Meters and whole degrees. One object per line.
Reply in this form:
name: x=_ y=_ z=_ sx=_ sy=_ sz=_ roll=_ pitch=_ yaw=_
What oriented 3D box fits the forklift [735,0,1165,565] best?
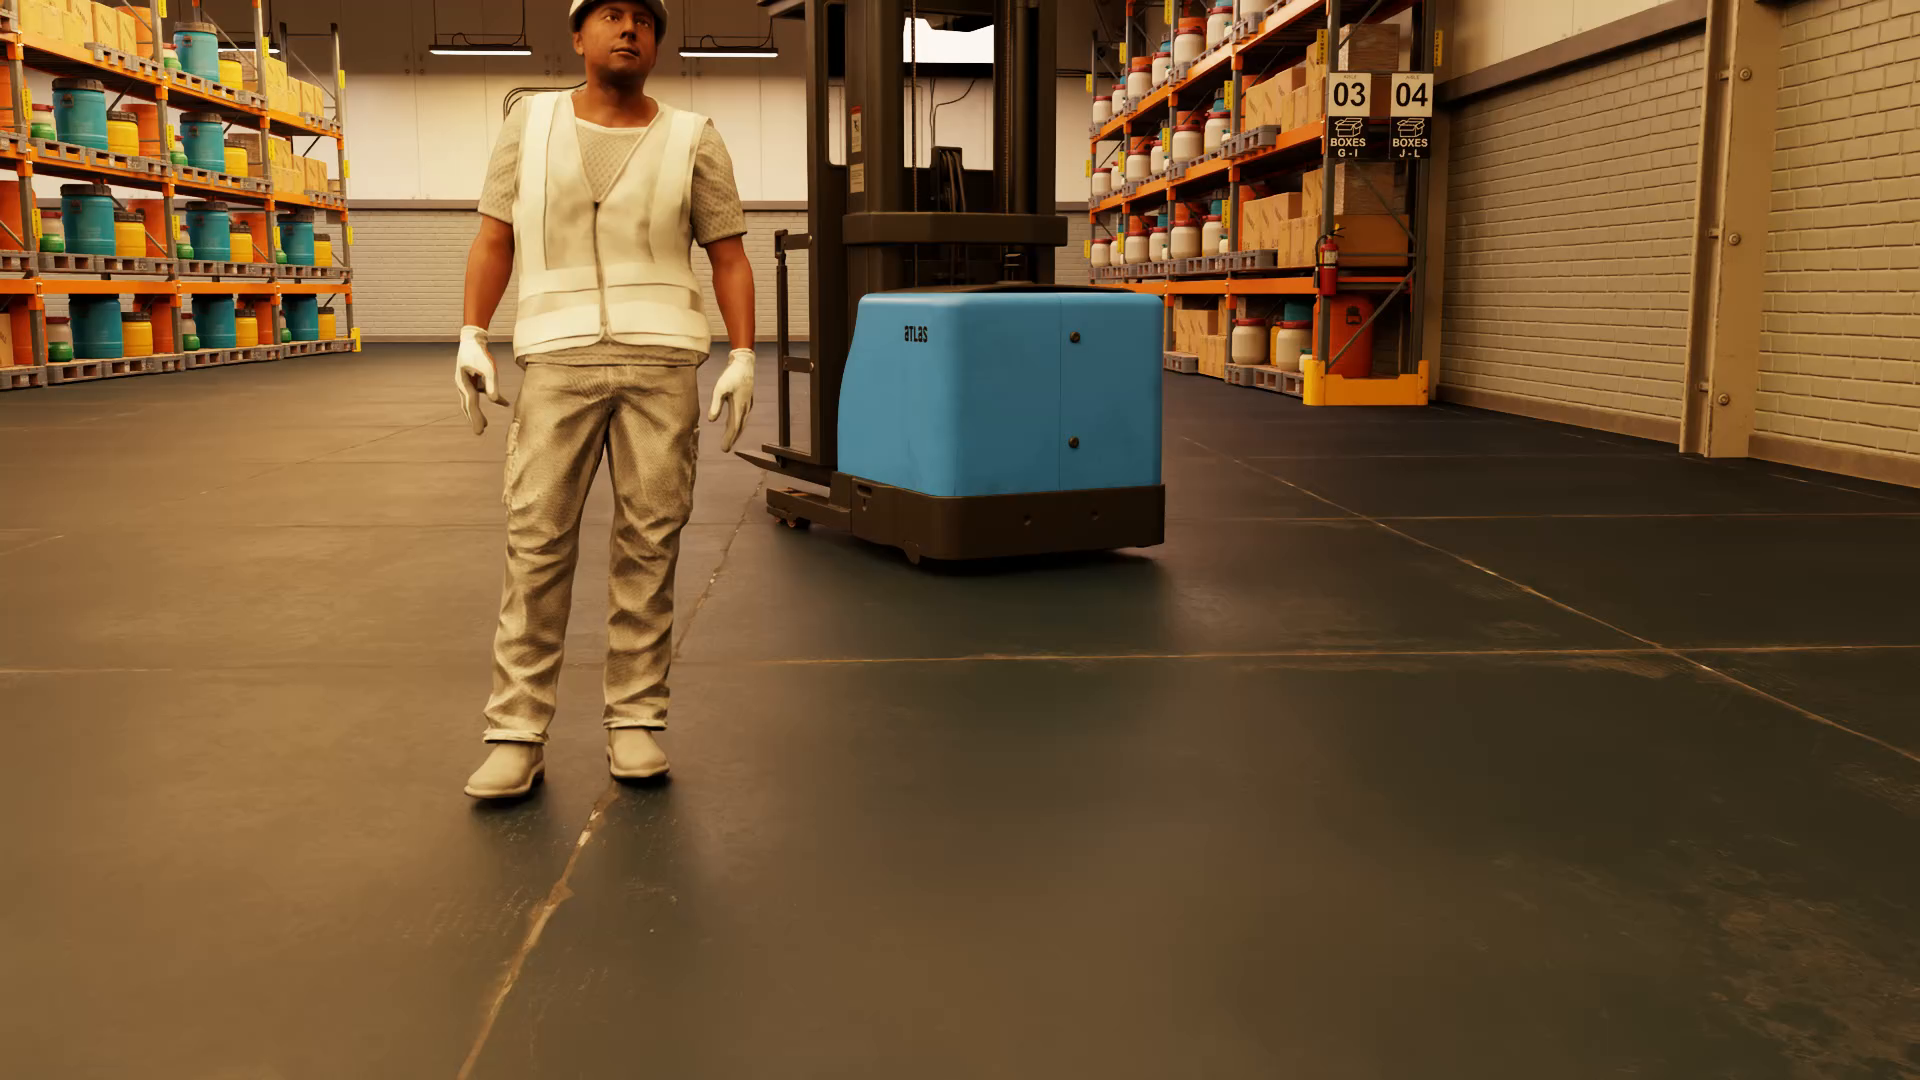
forklift: x=-0.264 y=-1.530 z=7.637 sx=1.130 sy=2.935 sz=3.031 roll=-4 pitch=9 yaw=-25

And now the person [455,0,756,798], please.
person: x=-0.773 y=-0.364 z=3.648 sx=0.655 sy=1.783 sz=0.574 roll=-1 pitch=9 yaw=-9
